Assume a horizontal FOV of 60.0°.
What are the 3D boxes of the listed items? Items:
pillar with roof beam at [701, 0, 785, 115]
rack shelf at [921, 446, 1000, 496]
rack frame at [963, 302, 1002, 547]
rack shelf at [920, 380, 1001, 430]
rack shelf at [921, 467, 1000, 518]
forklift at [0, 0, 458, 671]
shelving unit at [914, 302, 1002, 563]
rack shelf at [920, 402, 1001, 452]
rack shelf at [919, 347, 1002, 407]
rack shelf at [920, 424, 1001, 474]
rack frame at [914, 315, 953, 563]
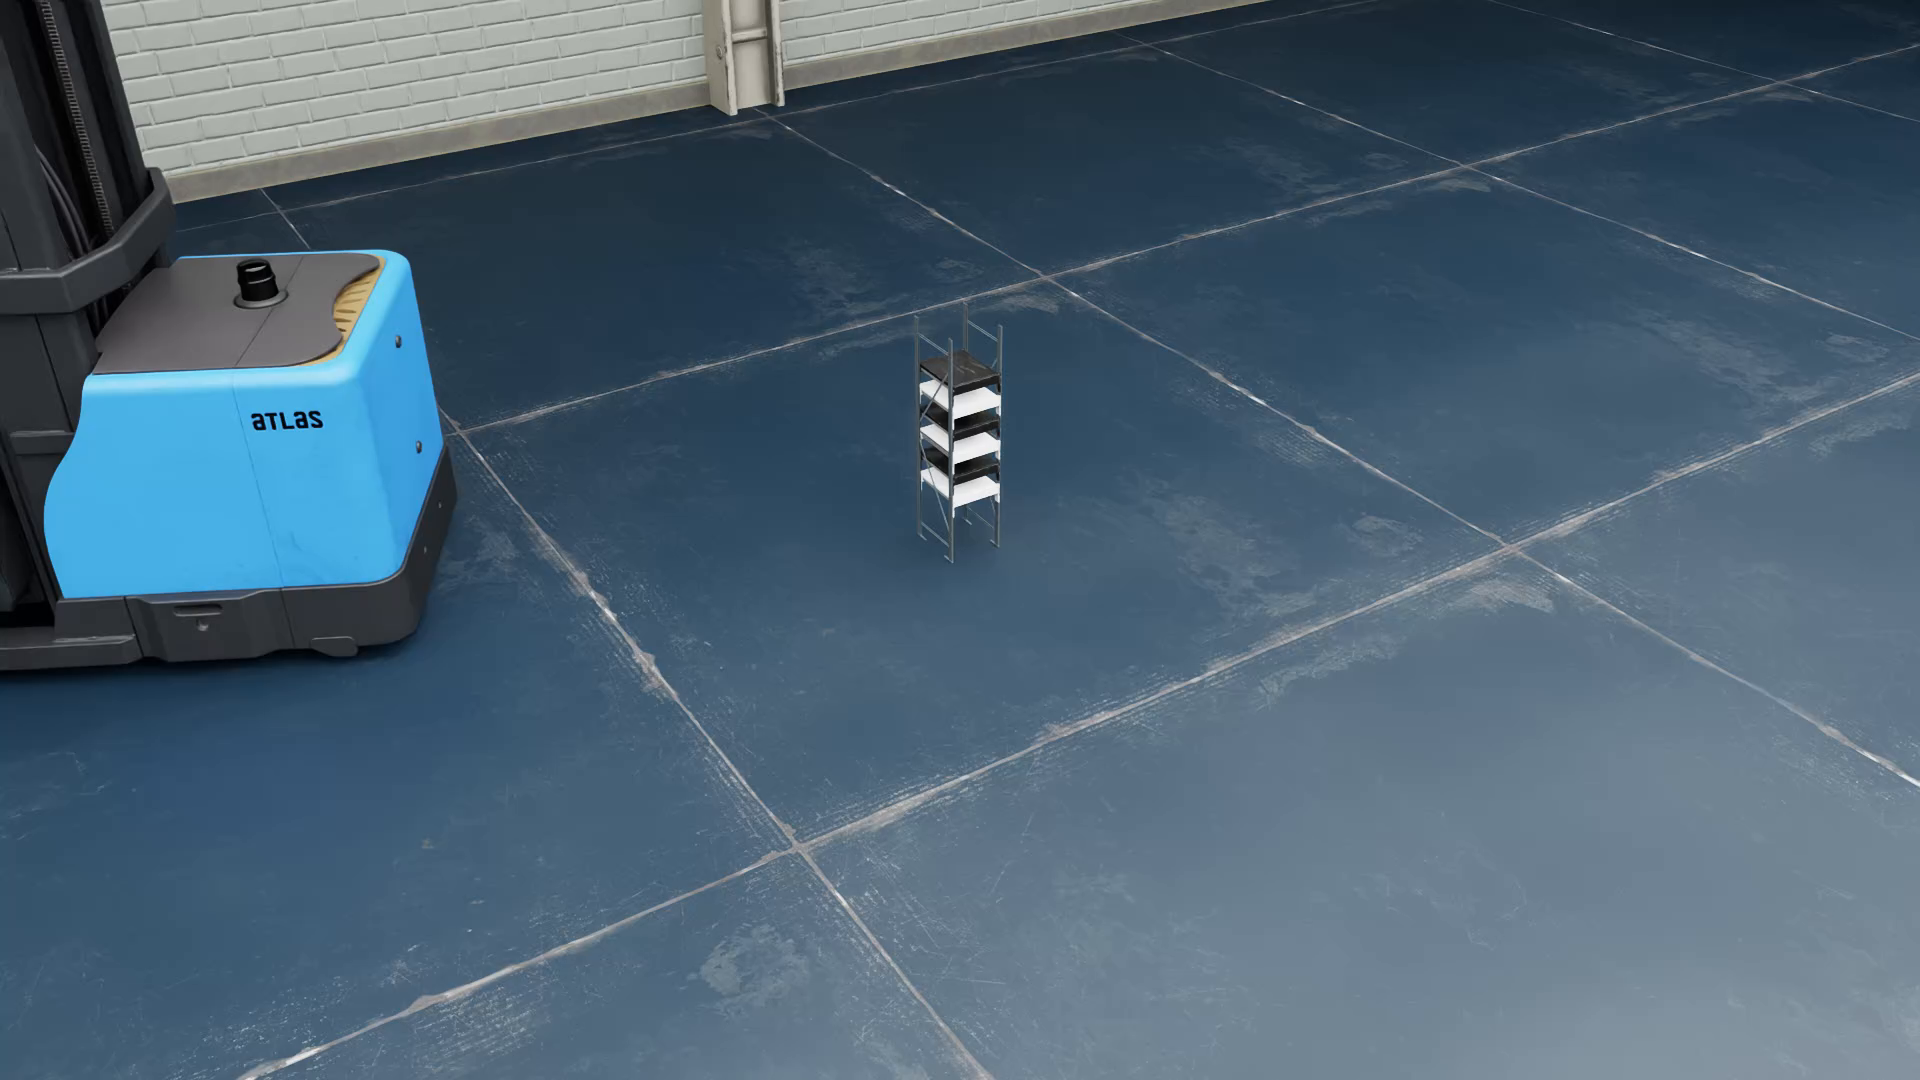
[{"bbox_3d":[0.963,-4.681,5.236,0.400,9.000,9.100,-19,37,-27],"label":"pillar with roof beam"},{"bbox_3d":[-0.007,-0.274,6.072,0.200,0.077,0.258,-19,37,-27],"label":"rack shelf"},{"bbox_3d":[0.079,-0.408,6.053,0.006,0.900,0.240,-19,37,-27],"label":"rack frame"},{"bbox_3d":[-0.007,-0.502,5.928,0.200,0.077,0.258,-19,37,-27],"label":"rack shelf"},{"bbox_3d":[-0.007,-0.198,6.120,0.200,0.077,0.258,-19,37,-27],"label":"rack shelf"},{"bbox_3d":[-3.393,-1.037,5.146,3.031,2.935,1.130,-3,32,-5],"label":"forklift"},{"bbox_3d":[-0.007,-0.378,6.006,0.210,0.900,0.258,-19,37,-27],"label":"shelving unit"},{"bbox_3d":[-0.007,-0.426,5.976,0.200,0.077,0.258,-19,37,-27],"label":"rack shelf"},{"bbox_3d":[-0.007,-0.578,5.880,0.200,0.077,0.258,-19,37,-27],"label":"rack shelf"},{"bbox_3d":[-0.007,-0.350,6.024,0.200,0.077,0.258,-19,37,-27],"label":"rack shelf"},{"bbox_3d":[-0.092,-0.349,5.960,0.006,0.900,0.240,-19,37,-27],"label":"rack frame"}]
